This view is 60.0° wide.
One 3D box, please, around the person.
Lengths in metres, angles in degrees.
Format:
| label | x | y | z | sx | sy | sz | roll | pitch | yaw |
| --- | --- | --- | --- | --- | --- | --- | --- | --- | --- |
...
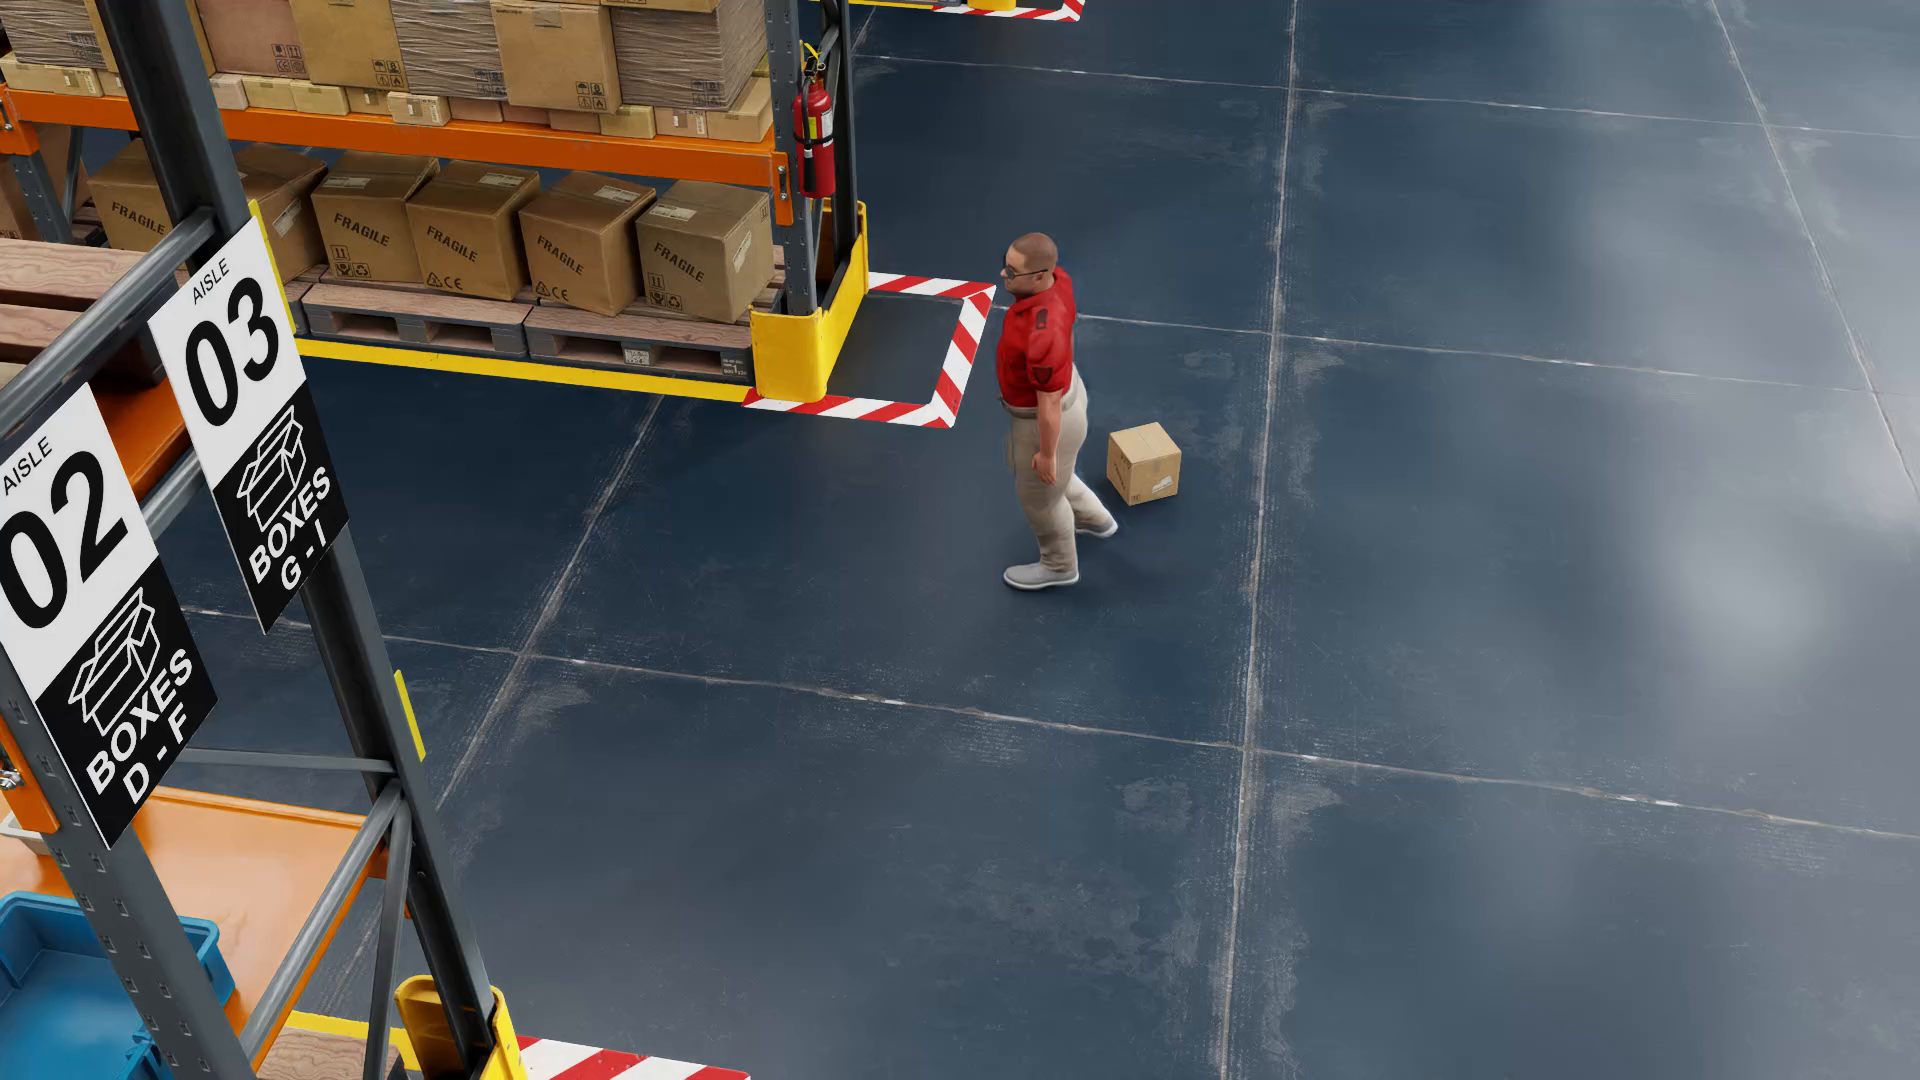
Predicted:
| label | x | y | z | sx | sy | sz | roll | pitch | yaw |
| --- | --- | --- | --- | --- | --- | --- | --- | --- | --- |
| person | 0.413 | -0.506 | 6.760 | 0.535 | 1.719 | 0.605 | 3 | 40 | 4 |
